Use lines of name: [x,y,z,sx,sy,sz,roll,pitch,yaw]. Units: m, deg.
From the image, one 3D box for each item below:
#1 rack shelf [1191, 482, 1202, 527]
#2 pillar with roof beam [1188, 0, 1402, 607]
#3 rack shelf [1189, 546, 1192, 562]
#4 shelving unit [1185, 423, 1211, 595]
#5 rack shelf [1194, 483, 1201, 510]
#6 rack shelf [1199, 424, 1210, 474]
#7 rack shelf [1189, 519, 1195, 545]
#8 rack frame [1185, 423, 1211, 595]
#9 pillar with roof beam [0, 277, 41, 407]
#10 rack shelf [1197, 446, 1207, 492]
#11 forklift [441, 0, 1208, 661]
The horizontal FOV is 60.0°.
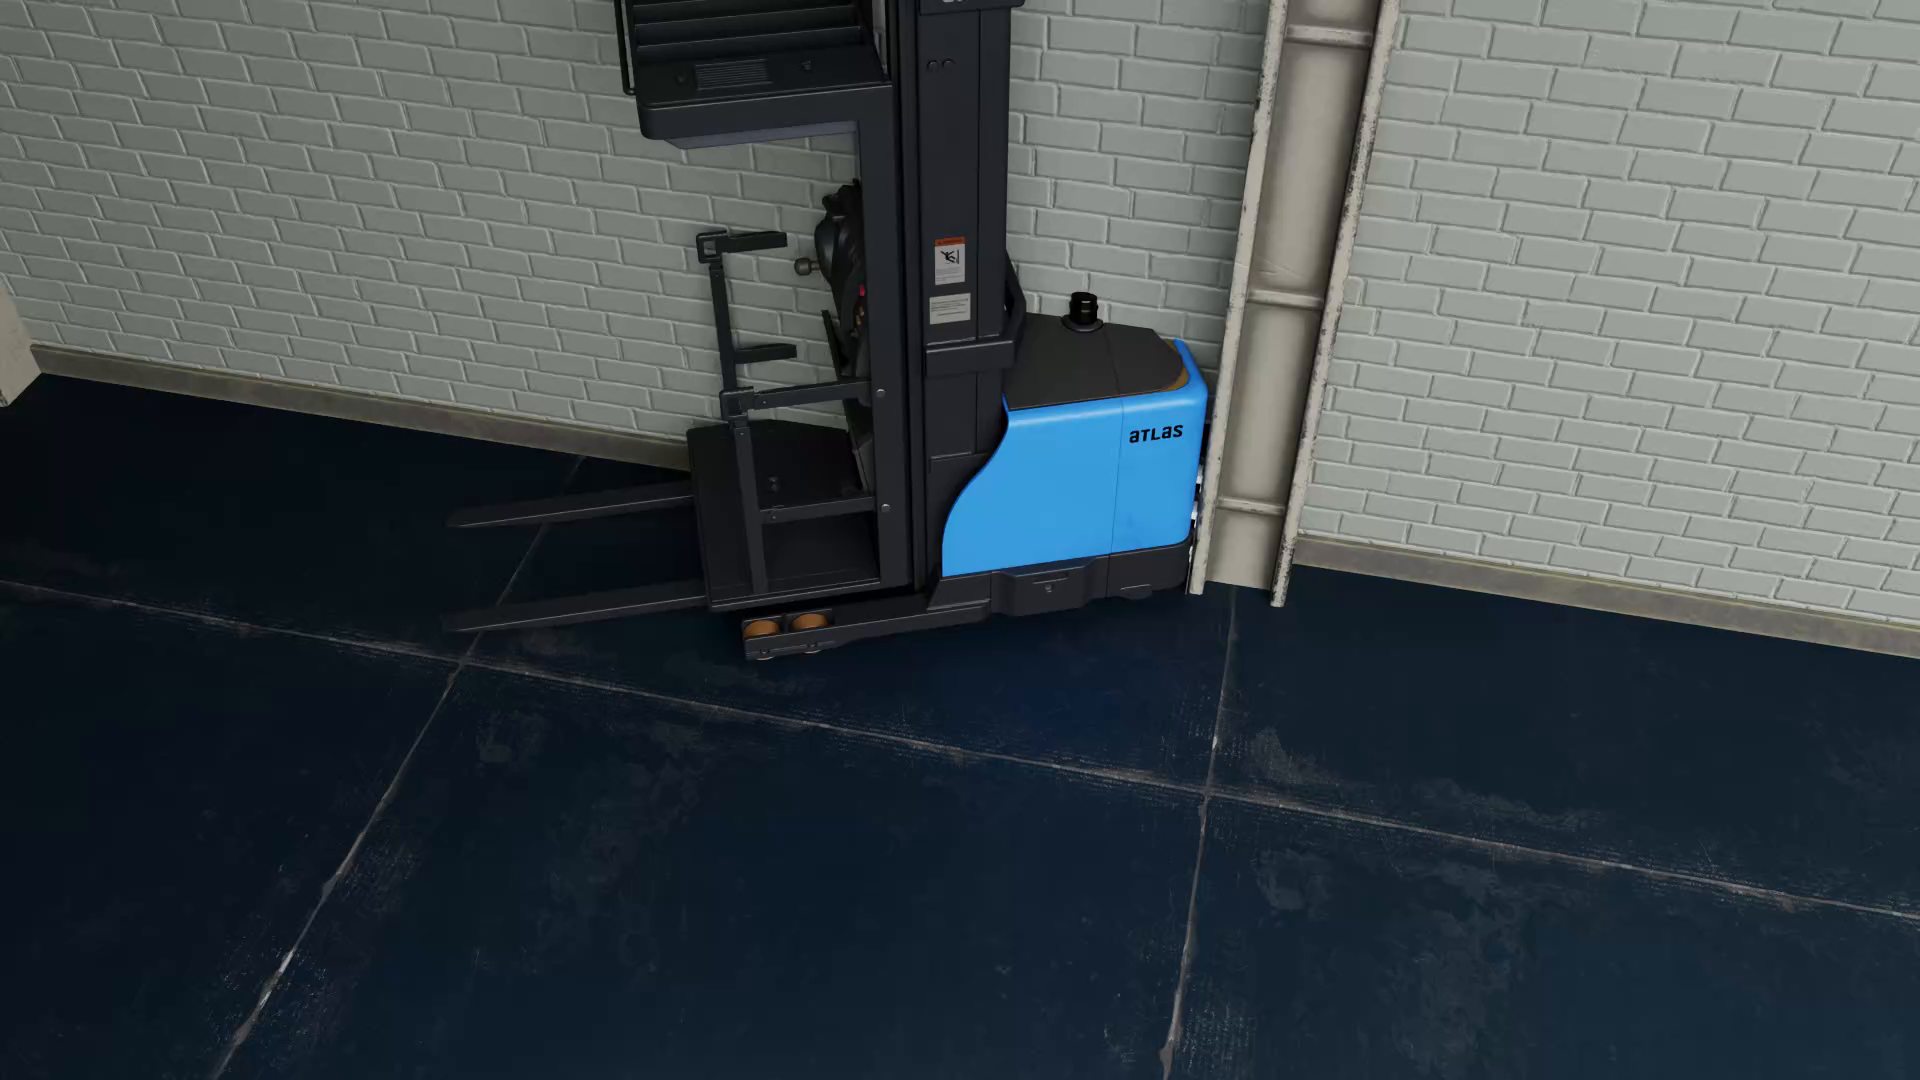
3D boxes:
rack shelf: [0.884,-0.171,6.831,0.200,0.077,0.258,9,39,8]
pillar with roof beam: [0.245,-0.182,0.910,0.400,9.000,9.100,9,45,9]
rack shelf: [0.878,-0.030,6.943,0.200,0.077,0.258,9,39,8]
shelving unit: [0.885,-0.197,6.810,0.210,0.900,0.258,9,39,8]
rack shelf: [0.886,-0.241,6.775,0.200,0.077,0.258,9,39,8]
rack shelf: [0.891,-0.381,6.663,0.200,0.077,0.258,9,39,8]
rack shelf: [0.881,-0.100,6.887,0.200,0.077,0.258,9,39,8]
rack frame: [0.984,-0.181,6.795,0.006,0.900,0.240,9,39,8]
pillar with roof beam: [-5.610,-1.091,1.854,0.400,9.000,9.100,9,45,9]
rack shelf: [0.889,-0.311,6.719,0.200,0.077,0.258,9,39,8]
forklift: [-0.613,-0.972,6.107,3.031,2.935,1.130,-8,44,-8]
